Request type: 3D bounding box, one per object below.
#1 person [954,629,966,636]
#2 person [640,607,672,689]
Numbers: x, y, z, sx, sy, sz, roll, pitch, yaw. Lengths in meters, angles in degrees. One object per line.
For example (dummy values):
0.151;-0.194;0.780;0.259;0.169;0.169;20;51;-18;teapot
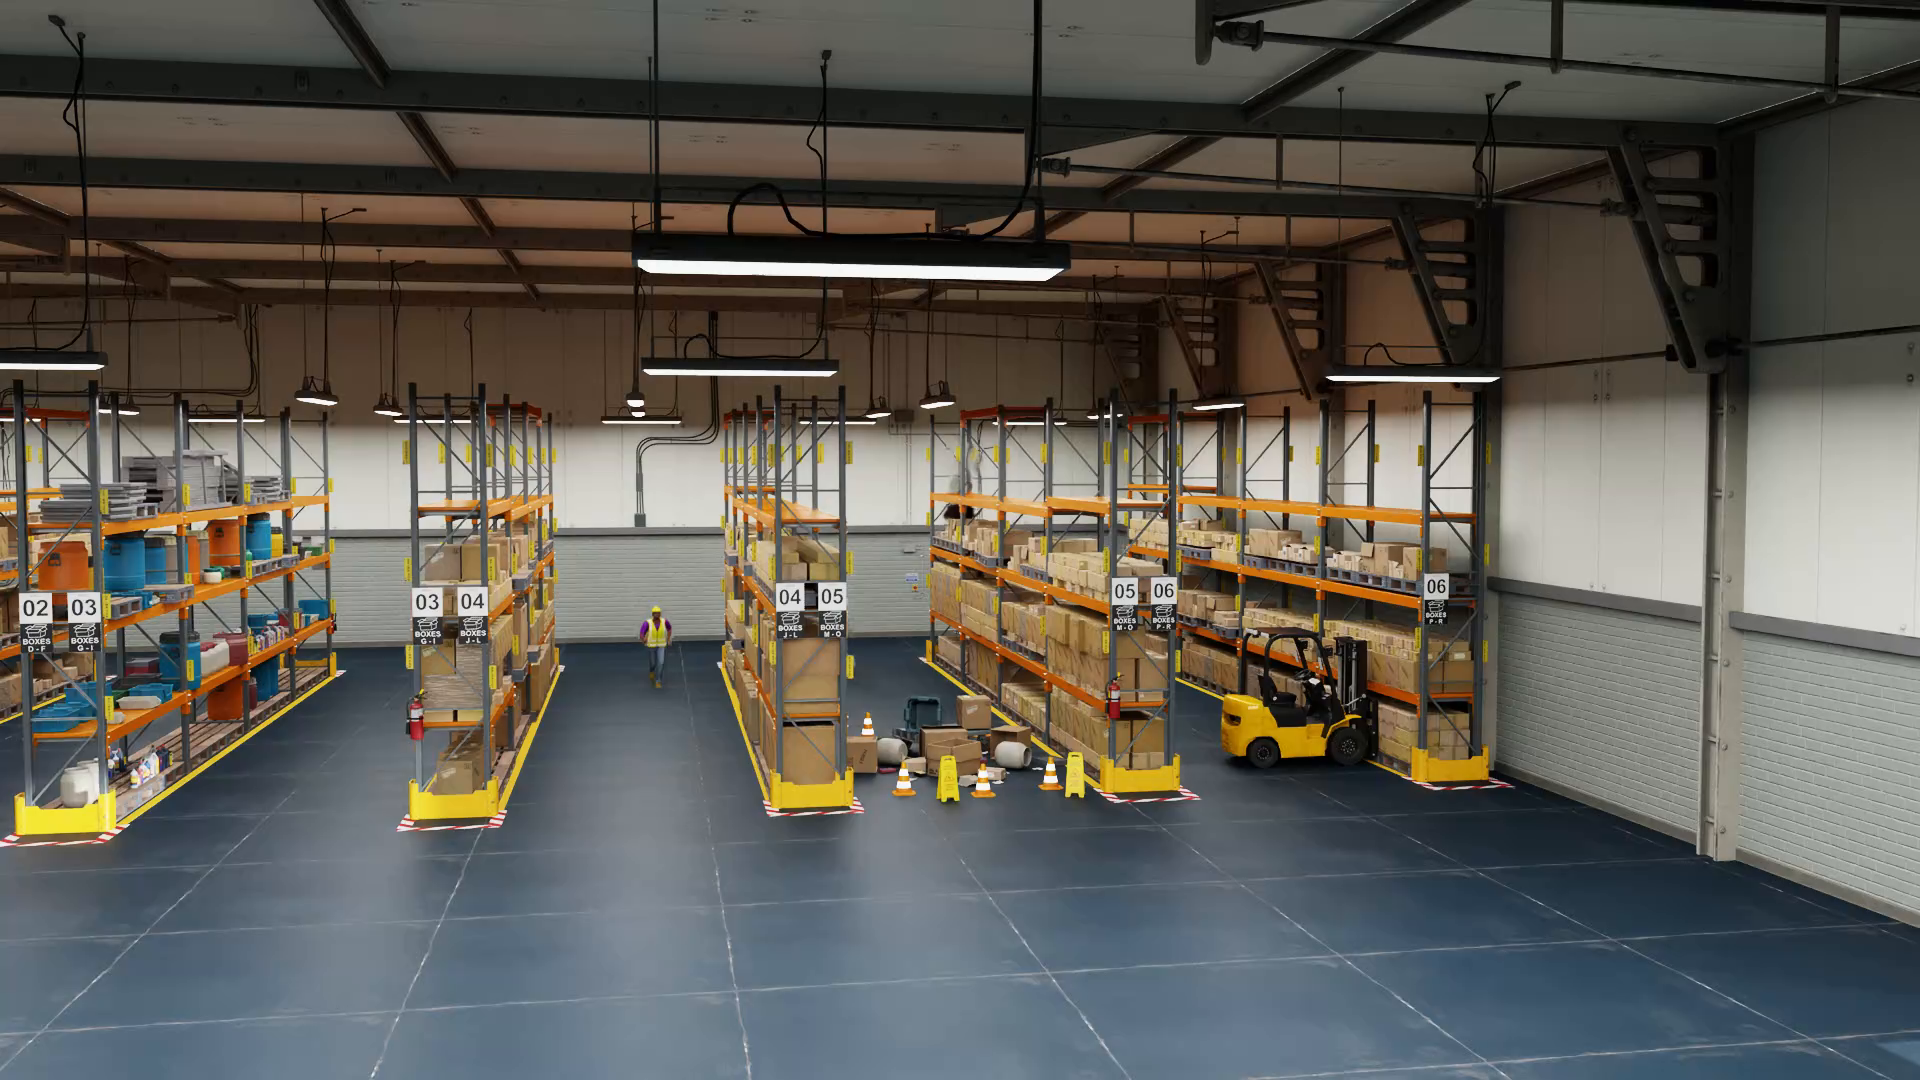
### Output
0.130;2.029;41.865;0.566;1.713;0.769;2;3;32;person
-6.586;2.323;36.093;0.708;1.765;0.824;-1;3;-17;person
